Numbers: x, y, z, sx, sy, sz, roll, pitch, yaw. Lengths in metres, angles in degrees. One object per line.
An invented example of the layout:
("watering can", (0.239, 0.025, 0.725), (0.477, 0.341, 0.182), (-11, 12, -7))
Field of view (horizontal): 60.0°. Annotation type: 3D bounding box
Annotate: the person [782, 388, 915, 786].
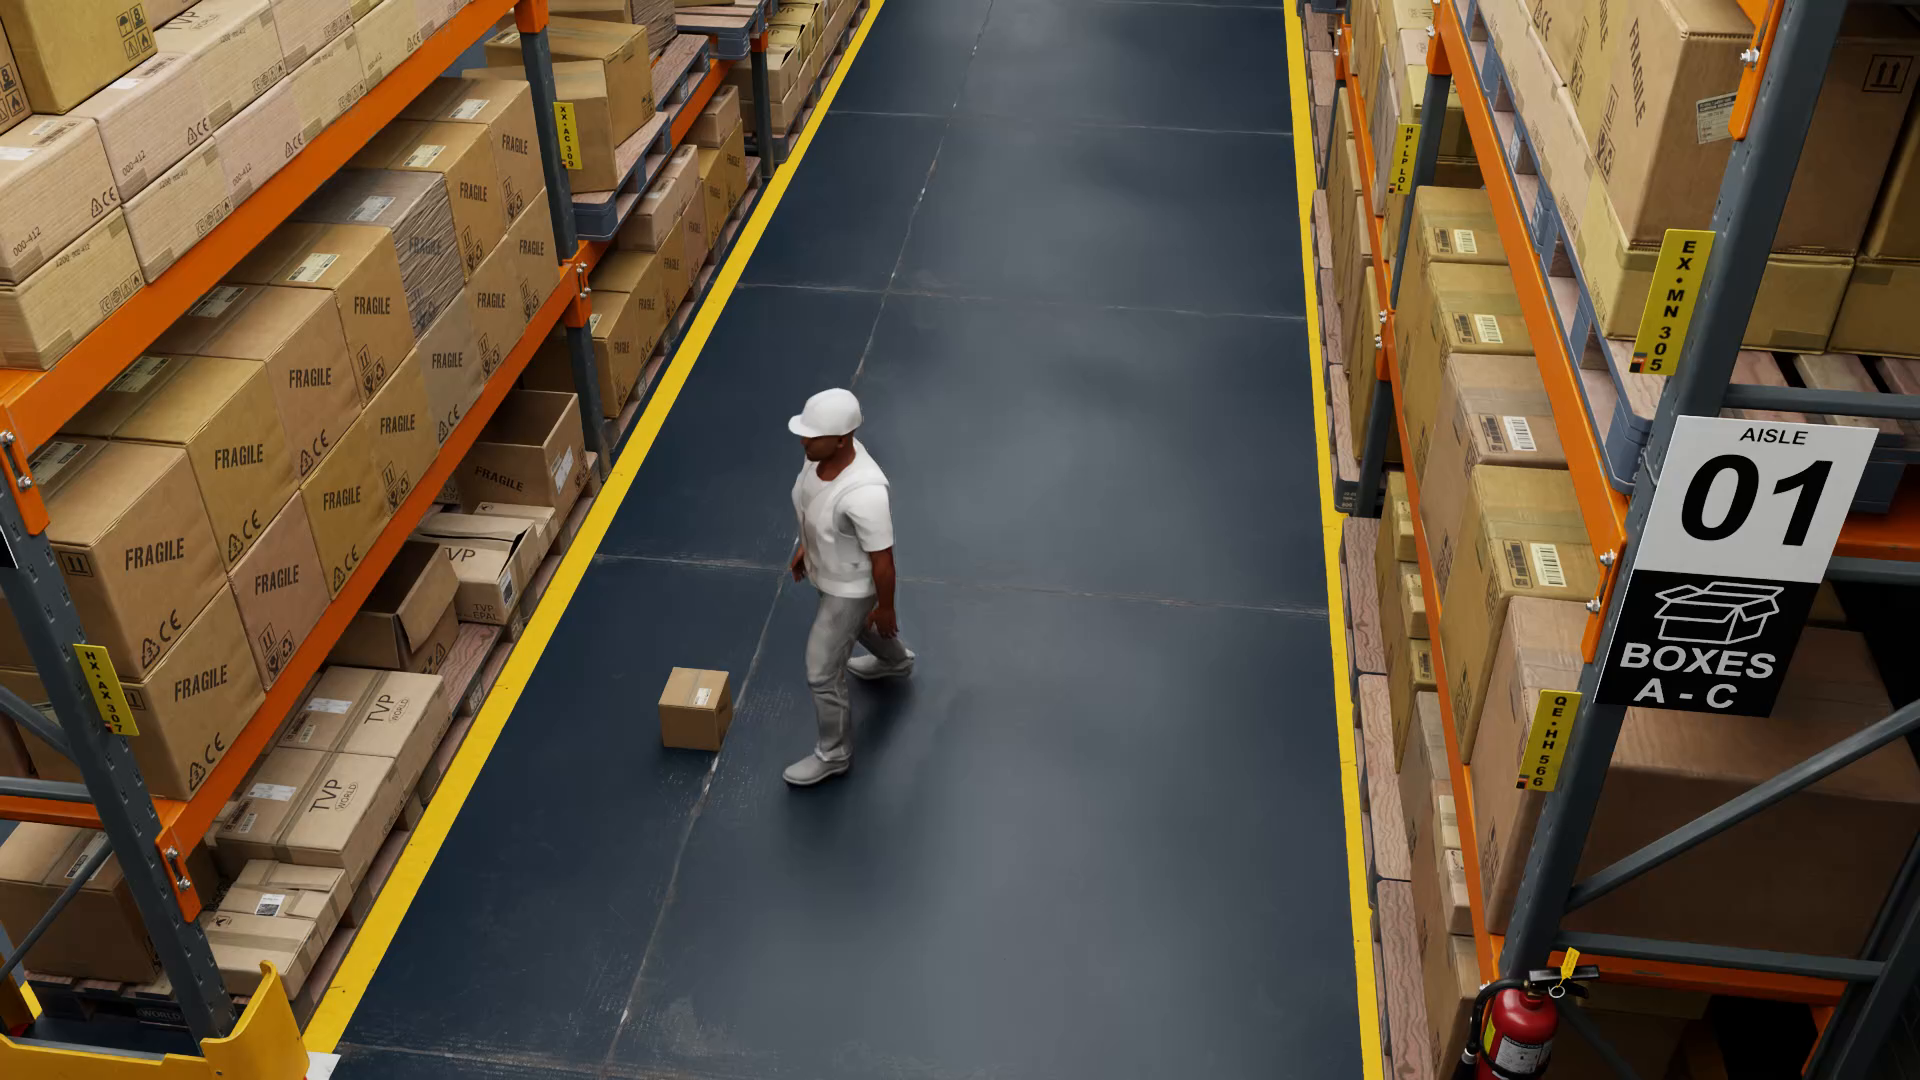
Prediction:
("person", (-0.498, 0.119, 6.864), (0.788, 1.732, 0.668), (-15, 39, -20))
